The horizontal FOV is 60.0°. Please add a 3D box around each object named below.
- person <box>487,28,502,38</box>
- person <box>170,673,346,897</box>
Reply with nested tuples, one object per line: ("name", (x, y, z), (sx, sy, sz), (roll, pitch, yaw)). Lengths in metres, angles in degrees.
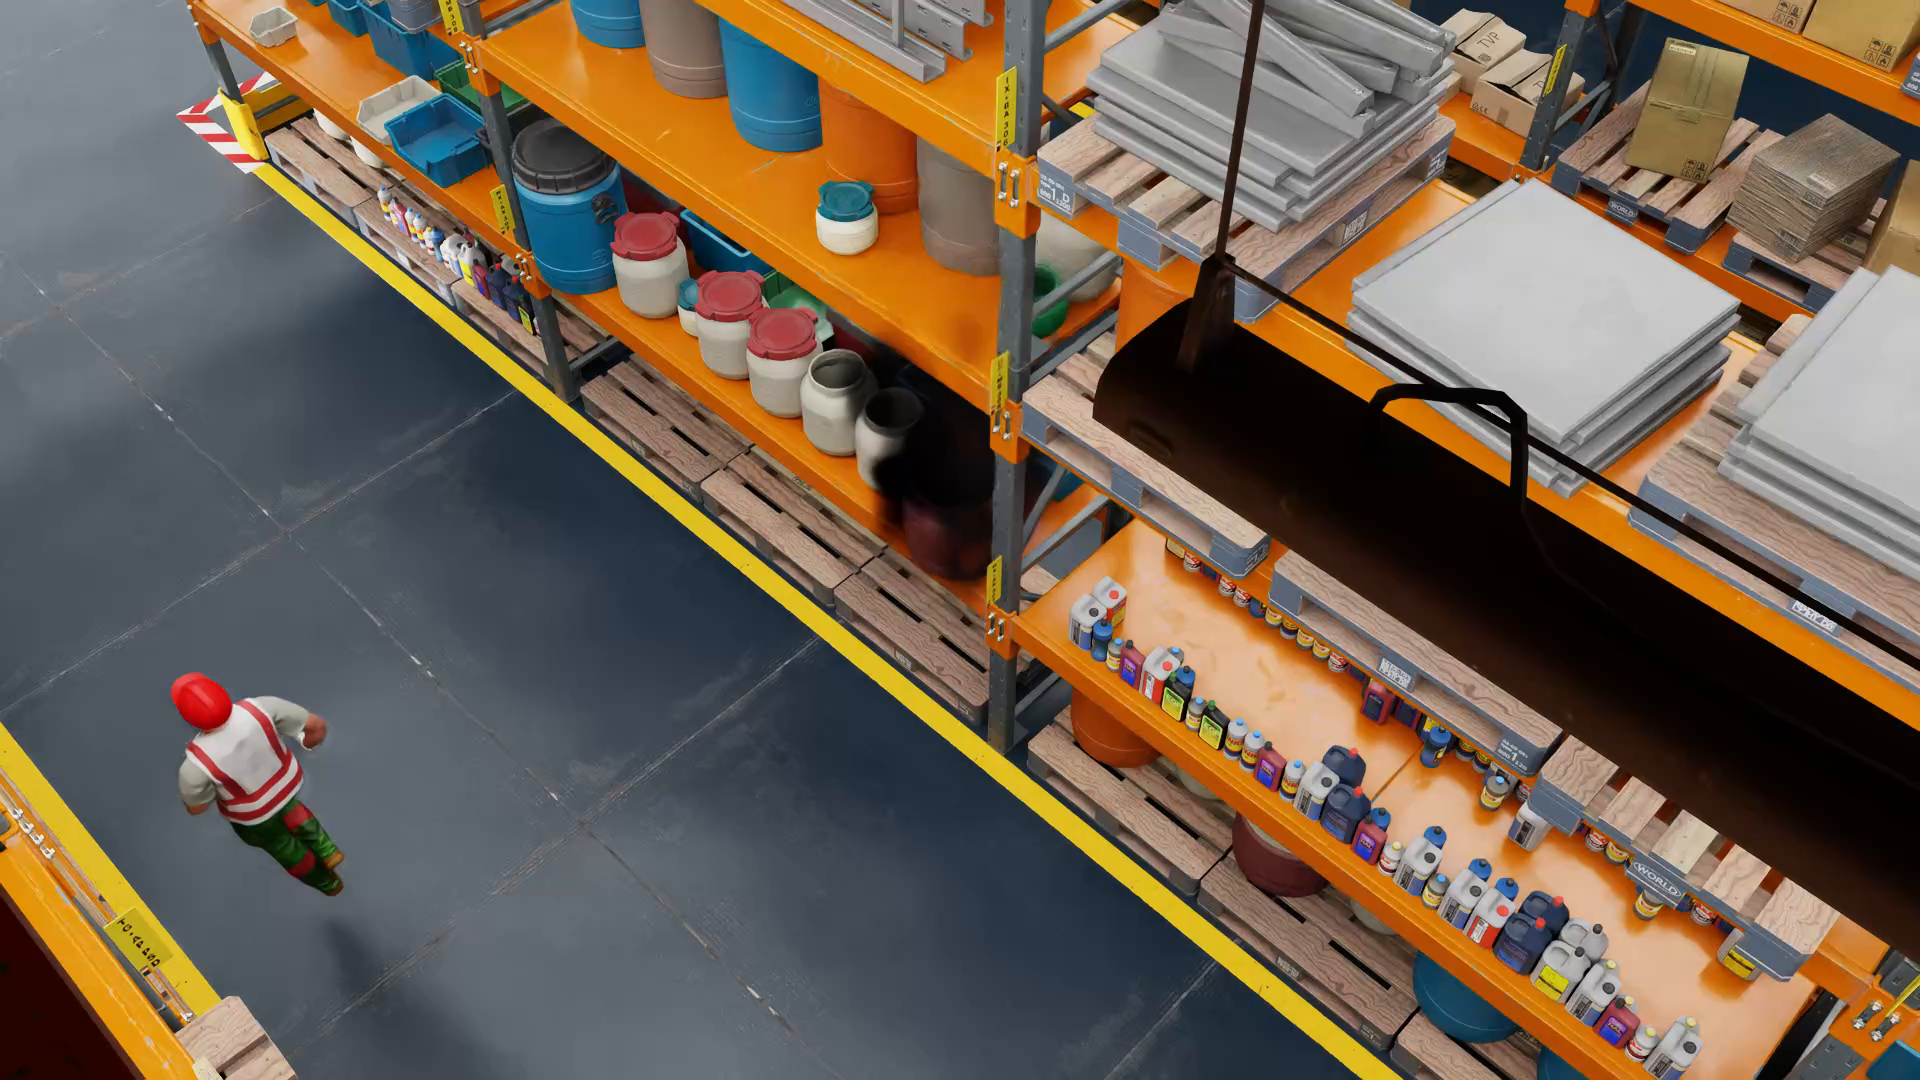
("person", (-3.787, -4.477, 13.025), (0.625, 1.743, 0.675), (34, 58, 25))
("person", (-3.346, 1.161, 7.897), (0.576, 1.759, 0.665), (26, 55, 20))
